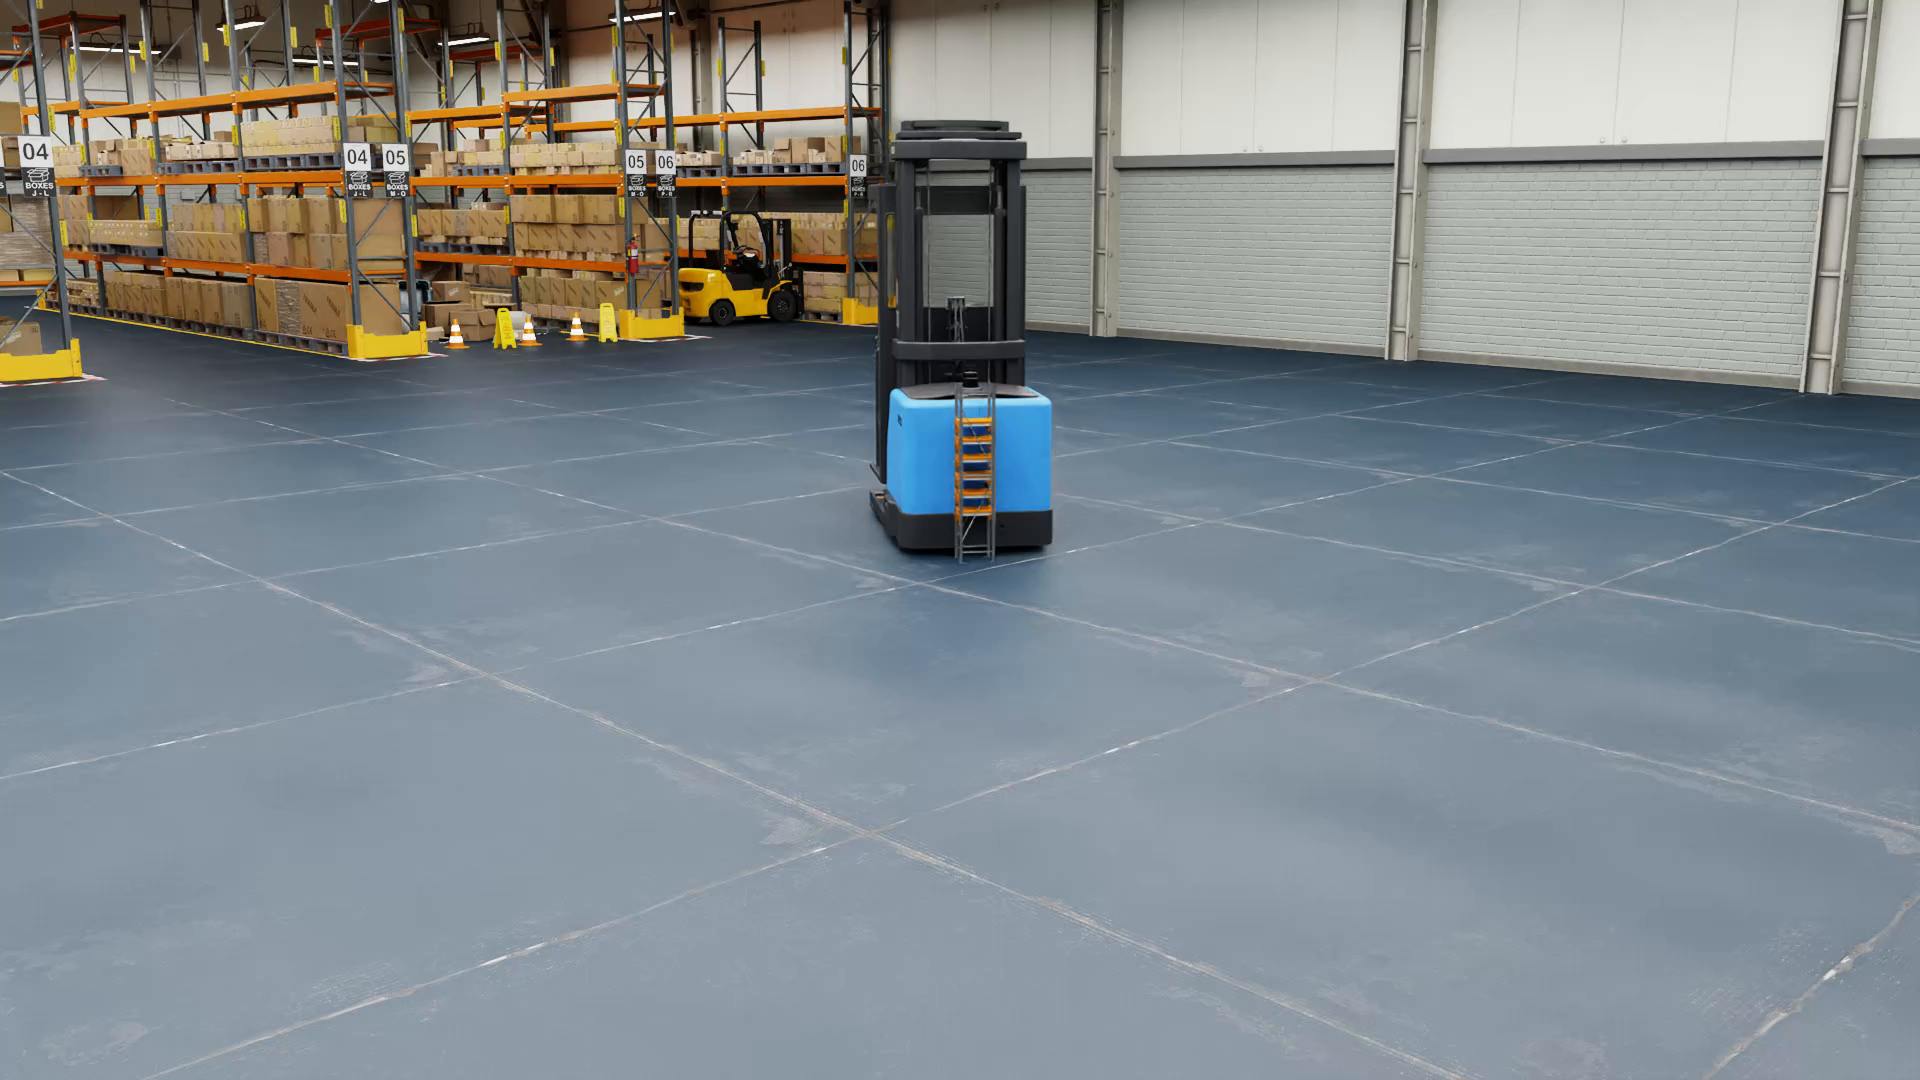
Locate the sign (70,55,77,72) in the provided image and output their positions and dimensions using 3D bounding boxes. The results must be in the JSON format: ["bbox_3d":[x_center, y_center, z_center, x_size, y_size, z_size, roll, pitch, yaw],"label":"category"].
[{"bbox_3d":[-17.564,-9.444,32.941,0.100,0.325,0.005,-11,16,-43],"label":"sign"}]

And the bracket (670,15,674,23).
[{"bbox_3d":[-6.290,-11.544,36.720,0.235,0.232,0.430,-11,16,-43],"label":"bracket"}]

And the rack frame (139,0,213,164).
[{"bbox_3d":[-14.397,-8.437,30.564,1.000,3.000,0.127,-11,16,-43],"label":"rack frame"}]

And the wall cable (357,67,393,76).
[{"bbox_3d":[-15.796,-14.728,47.313,2.988,3.039,0.133,-11,16,-43],"label":"wall cable"}]

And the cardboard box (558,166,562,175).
[{"bbox_3d":[-7.020,-6.661,29.996,0.380,0.149,0.250,-11,16,-42],"label":"cardboard box"}]

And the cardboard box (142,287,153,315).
[{"bbox_3d":[-15.396,-4.616,32.039,0.500,0.500,0.500,-10,15,-40],"label":"cardboard box"}]

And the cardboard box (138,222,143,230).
[{"bbox_3d":[-15.239,-5.918,31.309,0.380,0.149,0.250,-11,16,-43],"label":"cardboard box"}]

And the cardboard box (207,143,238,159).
[{"bbox_3d":[-12.646,-6.715,28.721,0.500,0.250,0.500,-11,16,-43],"label":"cardboard box"}]

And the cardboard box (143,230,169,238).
[{"bbox_3d":[-15.067,-5.736,31.164,0.380,0.149,0.250,-10,16,-41],"label":"cardboard box"}]

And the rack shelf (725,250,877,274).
[{"bbox_3d":[-3.156,-5.668,33.771,1.077,0.370,4.000,-11,16,-43],"label":"rack shelf"}]

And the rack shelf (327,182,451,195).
[{"bbox_3d":[-12.268,-7.612,35.775,1.077,0.370,4.000,-11,16,-43],"label":"rack shelf"}]

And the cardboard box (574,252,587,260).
[{"bbox_3d":[-6.709,-5.115,29.926,0.380,0.149,0.250,-11,16,-43],"label":"cardboard box"}]

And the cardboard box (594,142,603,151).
[{"bbox_3d":[-6.149,-6.859,28.981,0.380,0.149,0.250,-11,16,-43],"label":"cardboard box"}]

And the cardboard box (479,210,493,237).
[{"bbox_3d":[-8.953,-6.128,32.195,0.500,0.500,0.500,-11,16,-42],"label":"cardboard box"}]

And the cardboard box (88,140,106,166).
[{"bbox_3d":[-16.977,-7.736,33.305,0.700,0.500,0.500,-11,16,-42],"label":"cardboard box"}]

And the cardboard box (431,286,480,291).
[{"bbox_3d":[-10.504,-5.038,34.404,0.625,0.372,0.950,10,16,41],"label":"cardboard box"}]

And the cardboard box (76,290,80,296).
[{"bbox_3d":[-18.463,-5.241,35.202,0.250,0.149,0.380,11,16,42],"label":"cardboard box"}]

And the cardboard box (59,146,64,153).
[{"bbox_3d":[-18.485,-8.111,34.560,0.380,0.149,0.250,-11,16,-43],"label":"cardboard box"}]

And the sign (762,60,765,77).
[{"bbox_3d":[-4.118,-9.859,34.758,0.100,0.325,0.005,-11,16,-43],"label":"sign"}]

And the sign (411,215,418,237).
[{"bbox_3d":[-8.467,-4.871,25.778,0.100,0.325,0.005,-11,16,-43],"label":"sign"}]

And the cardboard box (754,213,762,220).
[{"bbox_3d":[-3.999,-6.623,34.032,0.380,0.149,0.250,-10,16,-41],"label":"cardboard box"}]

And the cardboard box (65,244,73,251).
[{"bbox_3d":[-18.657,-6.187,35.131,0.380,0.149,0.250,-10,16,-41],"label":"cardboard box"}]

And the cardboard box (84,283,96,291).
[{"bbox_3d":[-17.975,-5.266,34.589,0.380,0.149,0.250,-11,16,-43],"label":"cardboard box"}]

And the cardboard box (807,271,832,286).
[{"bbox_3d":[-2.675,-5.174,32.889,0.500,0.250,0.500,-11,16,-42],"label":"cardboard box"}]

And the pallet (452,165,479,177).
[{"bbox_3d":[-9.192,-7.253,32.713,1.213,0.211,1.003,-11,16,-43],"label":"pallet"}]

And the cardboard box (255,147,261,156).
[{"bbox_3d":[-11.278,-6.341,27.158,0.380,0.149,0.250,-11,16,-43],"label":"cardboard box"}]

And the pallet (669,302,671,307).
[{"bbox_3d":[-6.759,-5.404,37.620,1.003,0.211,1.213,-11,16,-43],"label":"pallet"}]

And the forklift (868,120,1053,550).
[{"bbox_3d":[-0.100,-1.617,12.498,1.130,2.935,3.031,-2,12,-9],"label":"forklift"}]

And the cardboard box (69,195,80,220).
[{"bbox_3d":[-18.040,-6.873,34.374,0.500,0.500,0.500,11,16,43],"label":"cardboard box"}]

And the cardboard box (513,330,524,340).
[{"bbox_3d":[-7.728,-3.549,28.771,0.380,0.149,0.250,-3,12,-13],"label":"cardboard box"}]

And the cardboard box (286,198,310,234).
[{"bbox_3d":[-10.296,-5.221,26.770,0.875,0.550,0.500,-11,16,-43],"label":"cardboard box"}]

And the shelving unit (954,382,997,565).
[{"bbox_3d":[0.100,-0.446,11.102,0.258,1.200,0.189,-2,12,-9],"label":"shelving unit"}]

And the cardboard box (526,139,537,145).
[{"bbox_3d":[-8.589,-7.679,32.406,0.500,0.250,0.500,-11,16,-44],"label":"cardboard box"}]

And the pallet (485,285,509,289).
[{"bbox_3d":[-11.382,-6.392,42.415,1.003,0.211,1.213,-11,16,-43],"label":"pallet"}]

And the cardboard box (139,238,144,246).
[{"bbox_3d":[-15.240,-5.626,31.368,0.380,0.149,0.250,-11,16,-43],"label":"cardboard box"}]

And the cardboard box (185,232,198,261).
[{"bbox_3d":[-13.581,-5.297,29.942,0.500,0.500,0.500,-11,16,-43],"label":"cardboard box"}]

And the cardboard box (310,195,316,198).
[{"bbox_3d":[-14.548,-7.770,37.859,0.380,0.149,0.250,-11,16,-43],"label":"cardboard box"}]

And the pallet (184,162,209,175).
[{"bbox_3d":[-13.139,-6.626,29.675,1.003,0.211,1.213,-10,15,-40],"label":"pallet"}]

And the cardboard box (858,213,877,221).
[{"bbox_3d":[-1.852,-6.319,32.559,0.380,0.149,0.250,-11,16,-44],"label":"cardboard box"}]

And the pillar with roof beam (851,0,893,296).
[{"bbox_3d":[-4.717,-8.294,29.867,9.100,9.000,0.548,-11,16,-43],"label":"pillar with roof beam"}]

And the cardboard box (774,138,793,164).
[{"bbox_3d":[-3.268,-7.787,33.298,0.797,0.503,0.637,-10,15,-41],"label":"cardboard box"}]

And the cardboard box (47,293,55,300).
[{"bbox_3d":[-19.791,-5.355,36.494,0.380,0.149,0.250,-10,16,-41],"label":"cardboard box"}]

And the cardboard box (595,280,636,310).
[{"bbox_3d":[-6.104,-4.343,29.472,0.500,0.500,0.500,-11,16,-42],"label":"cardboard box"}]

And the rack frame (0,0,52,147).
[{"bbox_3d":[-12.529,-6.593,21.613,1.000,3.000,0.127,-11,16,-43],"label":"rack frame"}]

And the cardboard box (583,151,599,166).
[{"bbox_3d":[-6.247,-6.690,29.151,0.500,0.250,0.500,-11,16,-43],"label":"cardboard box"}]

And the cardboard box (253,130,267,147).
[{"bbox_3d":[-11.150,-6.528,27.073,0.500,0.250,0.500,-11,16,-43],"label":"cardboard box"}]

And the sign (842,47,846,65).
[{"bbox_3d":[-2.177,-9.089,31.217,0.100,0.325,0.005,-11,16,-43],"label":"sign"}]

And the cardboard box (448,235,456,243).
[{"bbox_3d":[-10.072,-6.053,33.441,0.380,0.149,0.250,-10,15,-39],"label":"cardboard box"}]

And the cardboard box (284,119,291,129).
[{"bbox_3d":[-10.404,-6.547,26.181,0.380,0.149,0.250,-11,16,-42],"label":"cardboard box"}]

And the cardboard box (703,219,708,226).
[{"bbox_3d":[-5.255,-6.776,35.511,0.380,0.149,0.250,-11,16,-43],"label":"cardboard box"}]

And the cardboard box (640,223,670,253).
[{"bbox_3d":[-5.488,-5.338,29.405,0.500,0.500,0.500,-11,16,-43],"label":"cardboard box"}]

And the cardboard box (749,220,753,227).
[{"bbox_3d":[-4.127,-6.524,34.288,0.380,0.149,0.250,-11,16,-43],"label":"cardboard box"}]

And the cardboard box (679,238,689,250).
[{"bbox_3d":[-5.746,-6.425,36.035,0.500,0.250,0.500,-11,16,-42],"label":"cardboard box"}]

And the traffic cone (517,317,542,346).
[{"bbox_3d":[-7.160,-3.472,27.618,0.336,0.463,0.334,-11,16,-43],"label":"traffic cone"}]

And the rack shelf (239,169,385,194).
[{"bbox_3d":[-10.253,-5.740,26.689,1.077,0.370,4.000,-11,16,-43],"label":"rack shelf"}]
